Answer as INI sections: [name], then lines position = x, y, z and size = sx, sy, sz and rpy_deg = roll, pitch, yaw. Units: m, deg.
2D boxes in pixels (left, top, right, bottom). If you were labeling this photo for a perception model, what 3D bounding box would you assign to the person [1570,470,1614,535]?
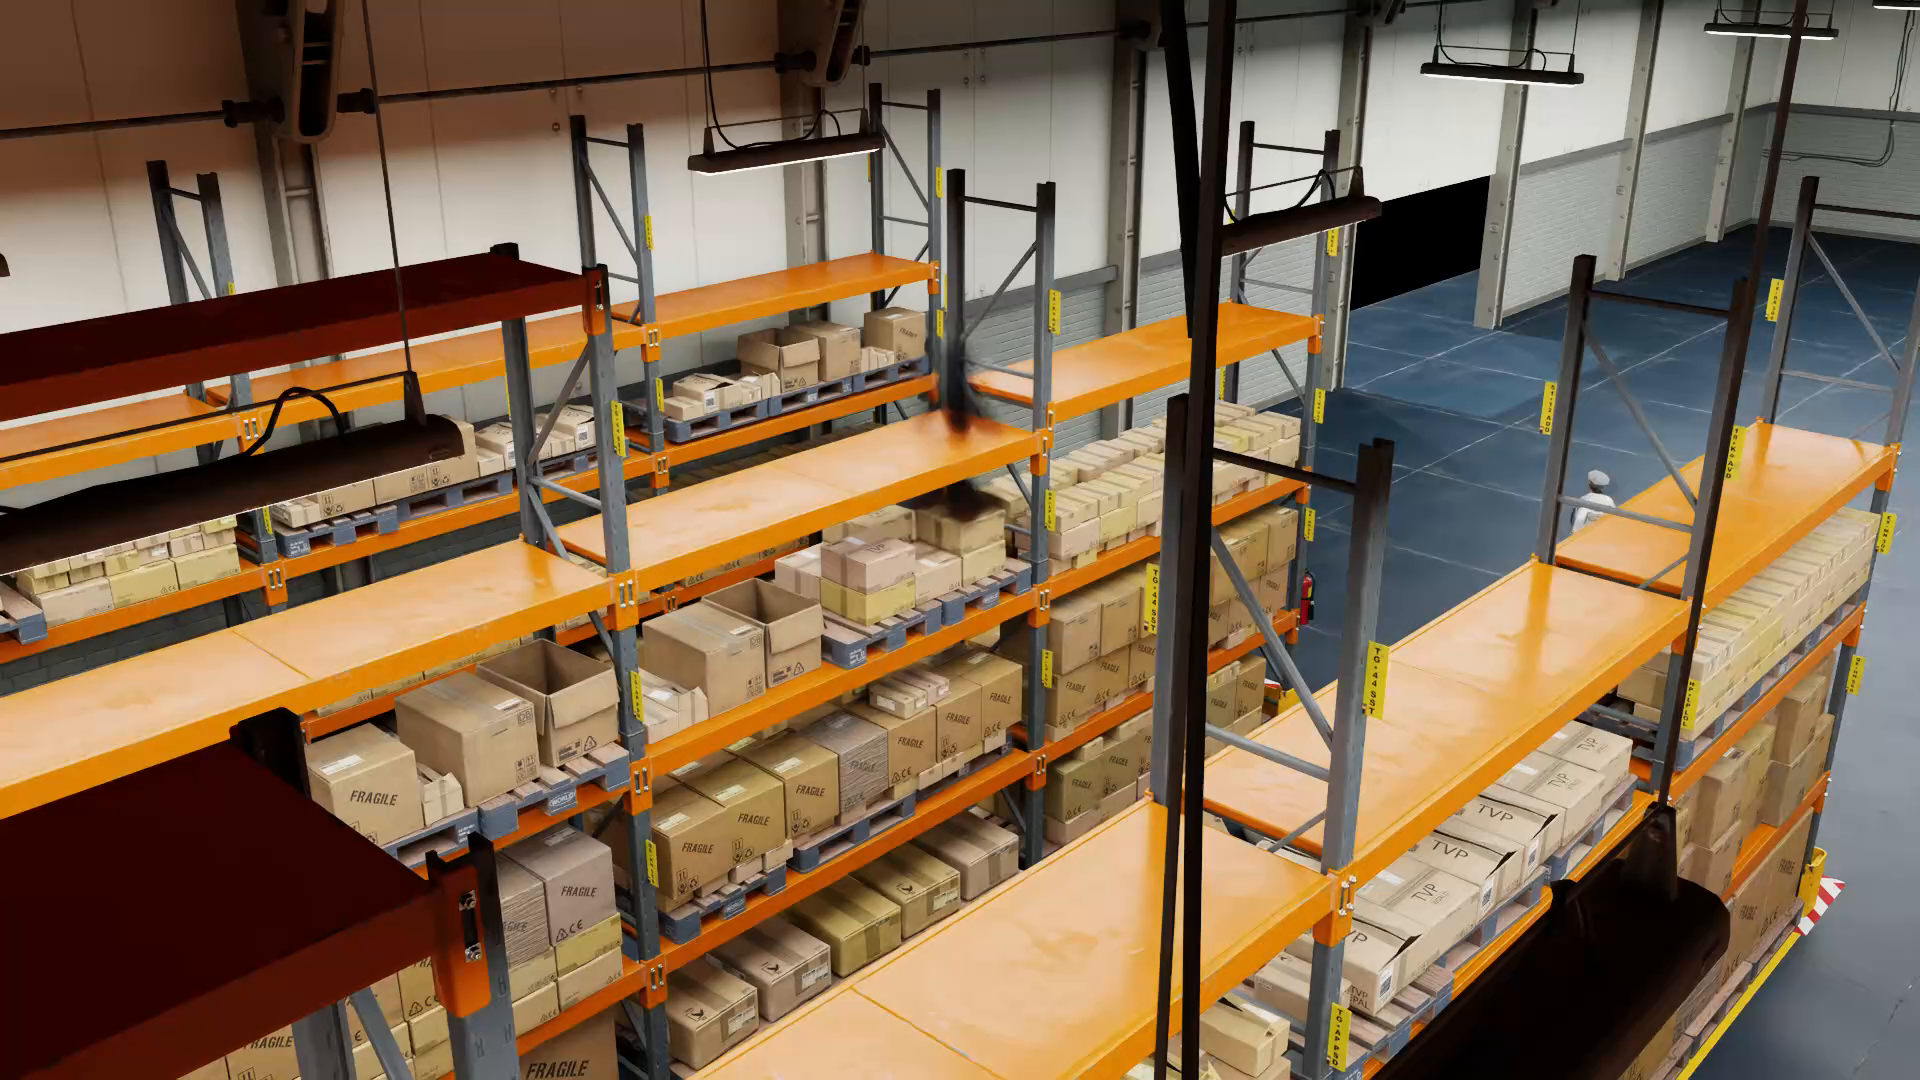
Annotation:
[person]
position = 7.408, 0.024, 19.555
size = 0.598, 1.702, 0.919
rpy_deg = -2, 21, -4
